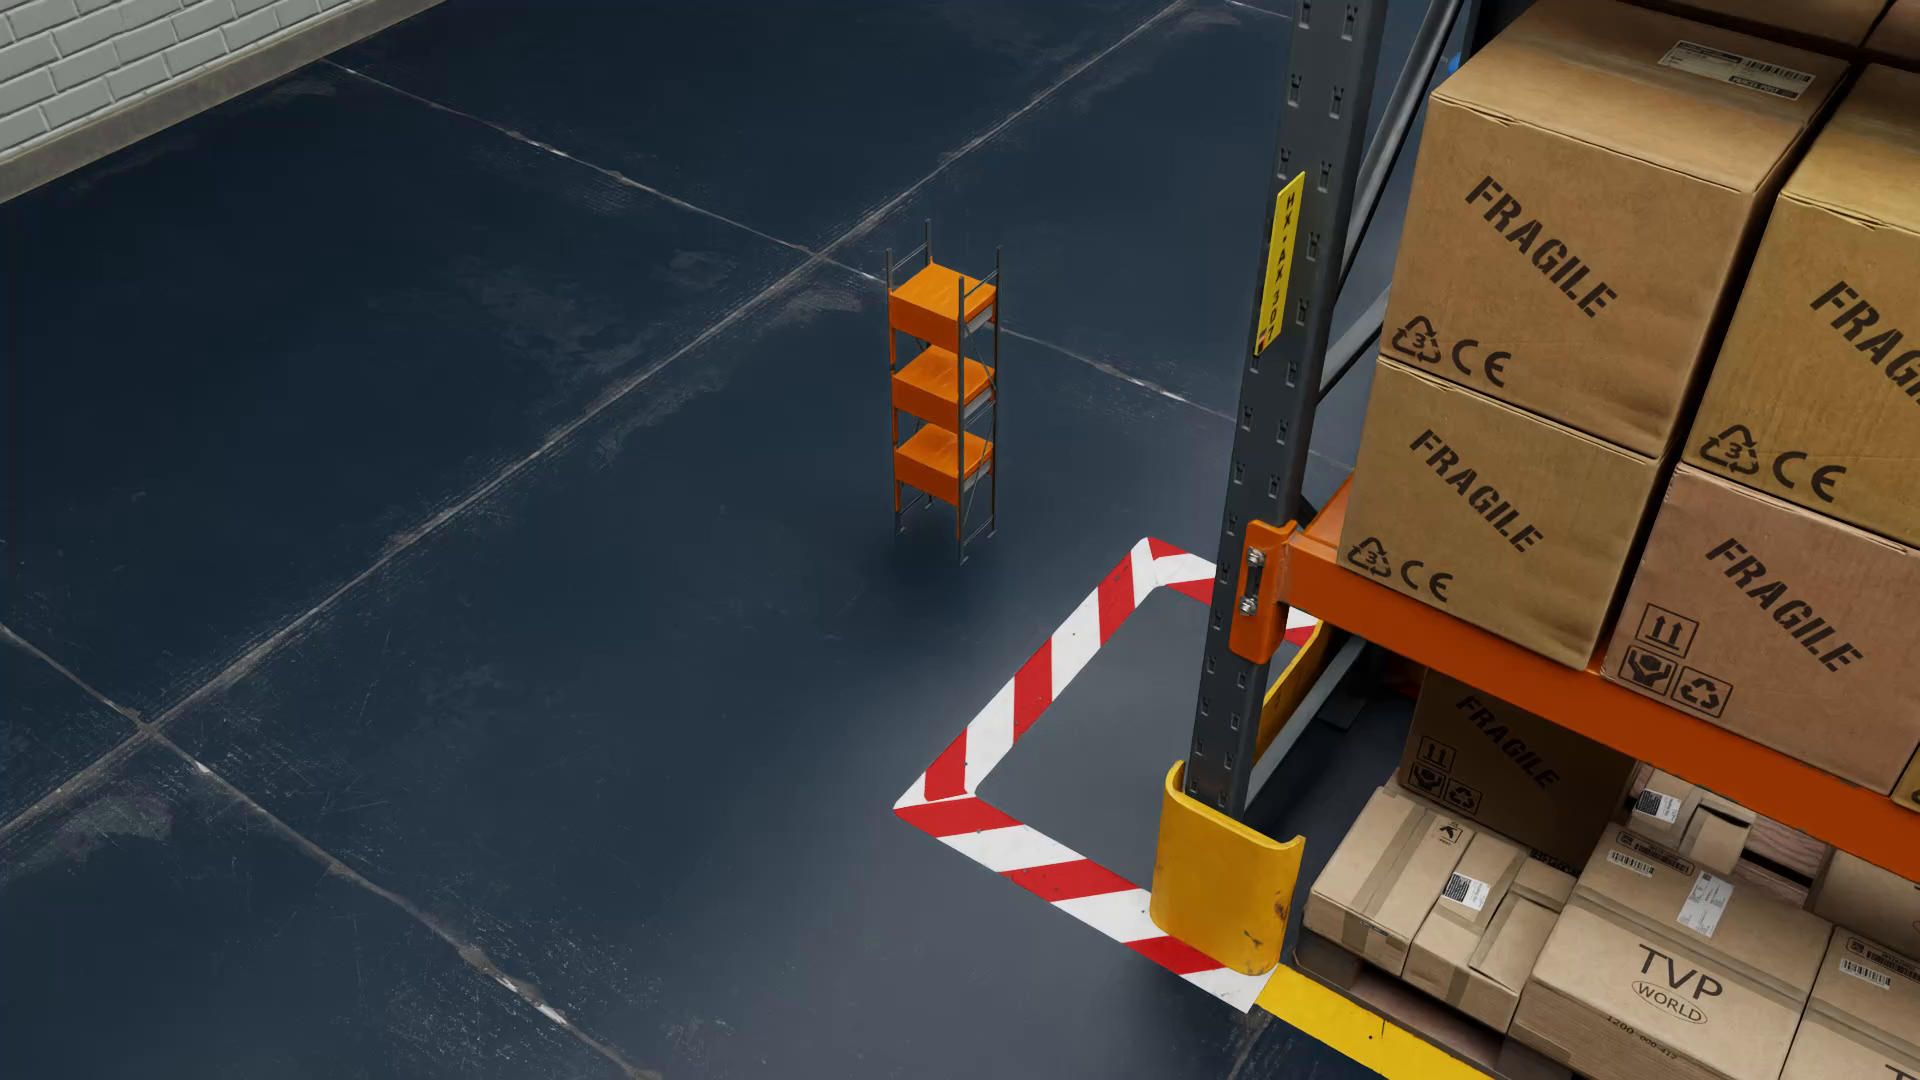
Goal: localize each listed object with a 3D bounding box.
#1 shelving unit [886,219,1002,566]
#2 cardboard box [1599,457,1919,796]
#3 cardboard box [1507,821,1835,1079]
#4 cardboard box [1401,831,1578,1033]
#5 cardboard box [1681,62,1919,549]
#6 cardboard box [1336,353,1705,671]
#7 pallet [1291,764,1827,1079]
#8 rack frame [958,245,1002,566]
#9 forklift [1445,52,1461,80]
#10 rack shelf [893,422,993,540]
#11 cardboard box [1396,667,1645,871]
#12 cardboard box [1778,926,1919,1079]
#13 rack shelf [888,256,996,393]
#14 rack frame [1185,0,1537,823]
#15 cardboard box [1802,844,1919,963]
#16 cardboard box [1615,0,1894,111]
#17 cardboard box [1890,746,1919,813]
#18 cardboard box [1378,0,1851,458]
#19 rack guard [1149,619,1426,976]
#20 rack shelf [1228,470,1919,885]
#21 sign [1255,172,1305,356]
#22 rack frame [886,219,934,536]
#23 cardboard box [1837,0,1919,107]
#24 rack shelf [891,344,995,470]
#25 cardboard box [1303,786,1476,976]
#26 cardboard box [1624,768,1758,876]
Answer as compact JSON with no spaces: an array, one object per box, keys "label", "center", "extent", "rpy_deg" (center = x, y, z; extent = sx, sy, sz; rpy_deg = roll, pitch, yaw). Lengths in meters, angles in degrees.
[{"label":"shelving unit","center":[-0.044,-0.412,4.923],"extent":[0.252,1.050,0.215],"rpy_deg":[25,48,25]},{"label":"cardboard box","center":[1.504,0.022,2.901],"extent":[0.500,0.500,0.500],"rpy_deg":[25,47,25]},{"label":"cardboard box","center":[1.558,0.966,3.653],"extent":[0.500,0.250,0.500],"rpy_deg":[25,48,25]},{"label":"cardboard box","center":[1.217,0.886,3.805],"extent":[0.250,0.166,0.380],"rpy_deg":[25,48,25]},{"label":"cardboard box","center":[1.511,-0.349,2.566],"extent":[0.500,0.500,0.500],"rpy_deg":[26,48,26]},{"label":"cardboard box","center":[1.078,-0.173,3.119],"extent":[0.500,0.500,0.500],"rpy_deg":[26,48,26]},{"label":"pallet","center":[1.582,0.924,4.060],"extent":[1.213,0.211,1.003],"rpy_deg":[25,48,25]},{"label":"rack frame","center":[0.056,-0.365,4.871],"extent":[0.008,1.050,0.200],"rpy_deg":[25,48,25]},{"label":"forklift","center":[3.151,-1.954,5.236],"extent":[3.031,2.935,1.130],"rpy_deg":[-15,44,-16]},{"label":"rack shelf","center":[-0.044,-0.197,5.115],"extent":[0.240,0.259,0.215],"rpy_deg":[25,48,25]},{"label":"cardboard box","center":[1.453,0.392,4.107],"extent":[0.500,0.500,0.500],"rpy_deg":[25,48,25]},{"label":"cardboard box","center":[1.967,1.157,3.439],"extent":[0.500,0.250,0.500],"rpy_deg":[25,48,25]},{"label":"rack shelf","center":[-0.044,-0.615,4.741],"extent":[0.240,0.259,0.215],"rpy_deg":[25,48,25]},{"label":"rack frame","center":[0.866,-0.449,3.503],"extent":[0.127,3.000,1.000],"rpy_deg":[25,48,25]},{"label":"cardboard box","center":[2.214,0.865,3.766],"extent":[0.500,0.250,0.500],"rpy_deg":[25,48,25]},{"label":"cardboard box","center":[1.389,-0.839,3.113],"extent":[0.500,0.500,0.500],"rpy_deg":[25,47,25]},{"label":"cardboard box","center":[1.913,0.216,2.685],"extent":[0.500,0.500,0.500],"rpy_deg":[25,47,25]},{"label":"cardboard box","center":[1.078,-0.545,2.785],"extent":[0.500,0.500,0.500],"rpy_deg":[27,48,27]},{"label":"rack guard","center":[0.929,0.511,4.304],"extent":[0.348,0.500,1.175],"rpy_deg":[25,48,25]},{"label":"rack shelf","center":[2.504,0.584,2.887],"extent":[4.000,0.370,1.077],"rpy_deg":[25,48,25]},{"label":"sign","center":[0.555,-0.476,2.883],"extent":[0.005,0.325,0.100],"rpy_deg":[25,48,25]},{"label":"rack frame","center":[-0.144,-0.458,4.975],"extent":[0.008,1.050,0.200],"rpy_deg":[25,48,25]},{"label":"cardboard box","center":[1.803,-0.646,2.898],"extent":[0.500,0.500,0.500],"rpy_deg":[26,48,26]},{"label":"rack shelf","center":[-0.044,-0.404,4.930],"extent":[0.240,0.259,0.215],"rpy_deg":[25,48,25]},{"label":"cardboard box","center":[1.012,0.797,3.918],"extent":[0.250,0.149,0.380],"rpy_deg":[25,48,25]},{"label":"cardboard box","center":[1.733,0.720,3.990],"extent":[0.250,0.166,0.380],"rpy_deg":[25,48,25]}]
